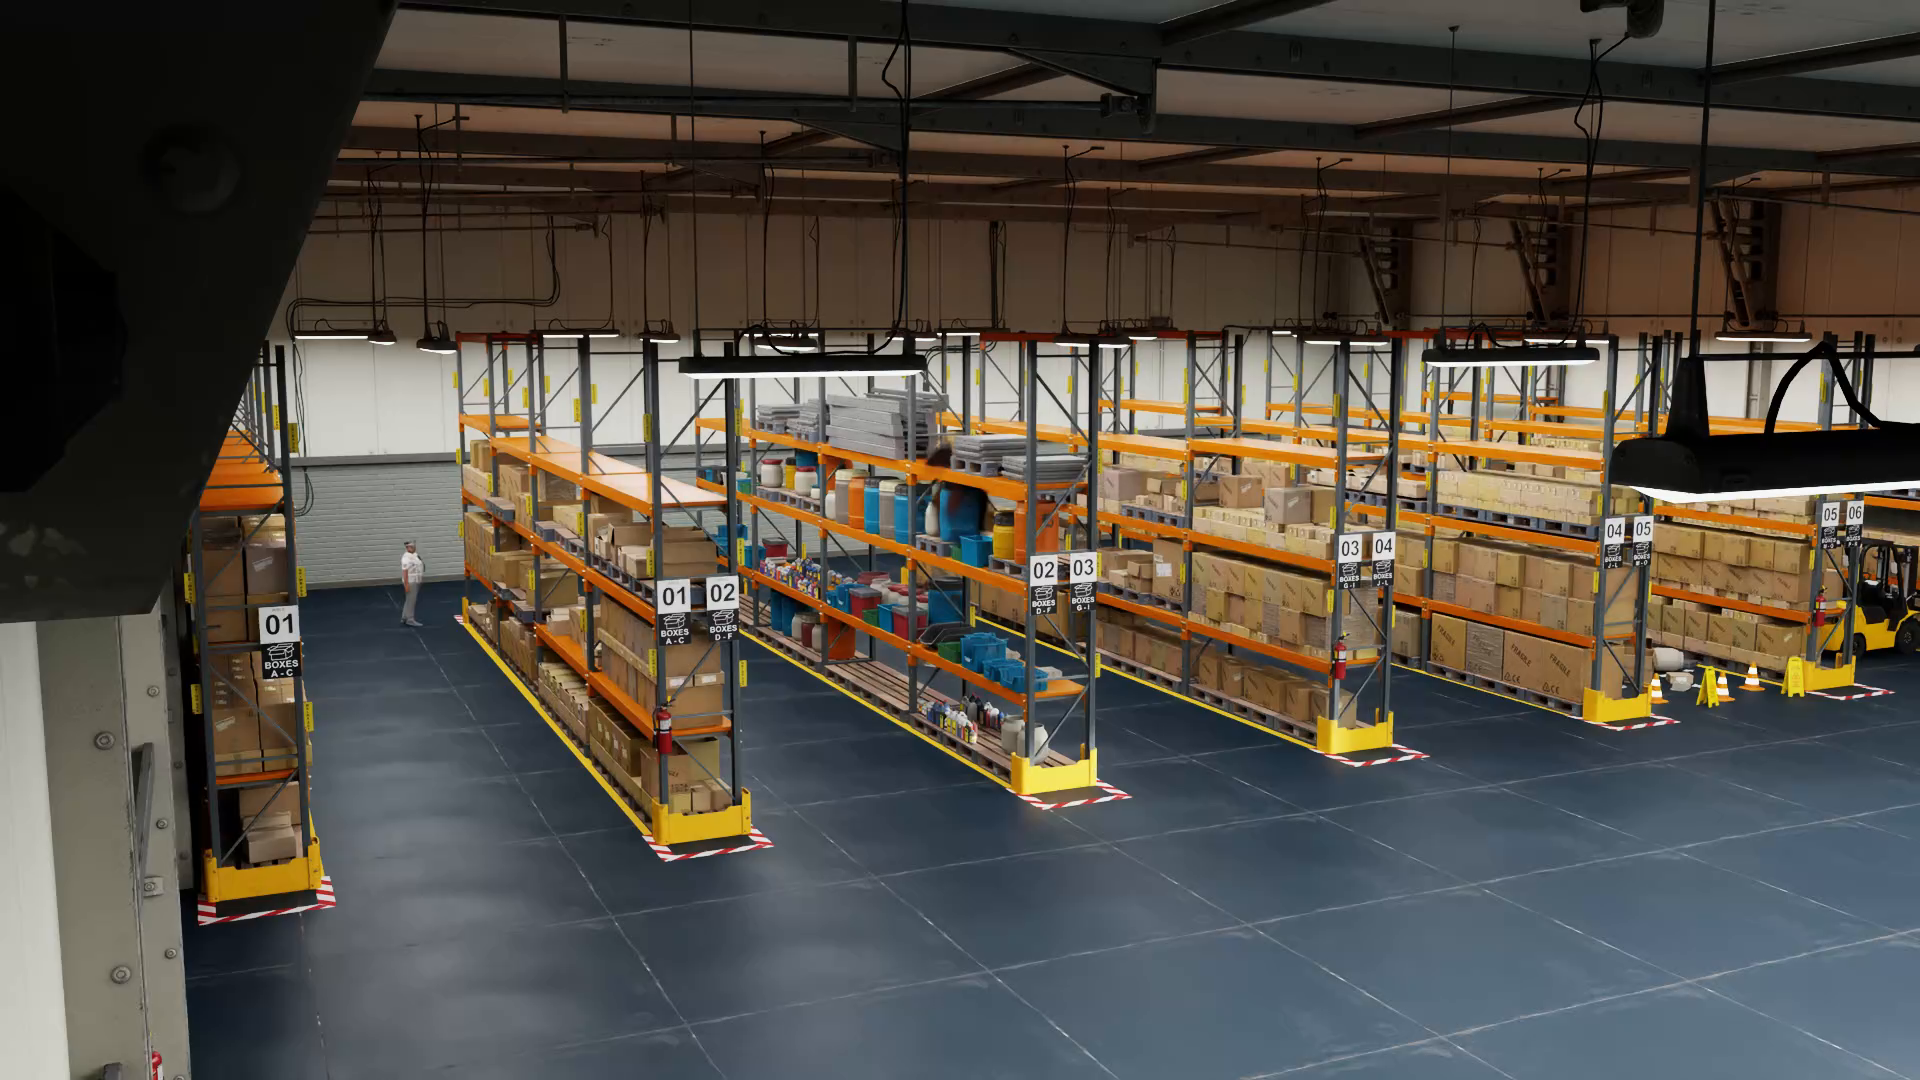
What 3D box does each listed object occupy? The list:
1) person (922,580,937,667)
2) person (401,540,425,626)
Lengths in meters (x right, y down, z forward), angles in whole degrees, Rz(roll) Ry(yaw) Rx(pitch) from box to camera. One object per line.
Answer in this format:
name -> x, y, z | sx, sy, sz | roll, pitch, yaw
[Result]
person -> -0.539, 1.504, 30.058 | 0.341, 1.620, 0.467 | 1, 8, 9
person -> -11.260, 0.869, 34.127 | 0.519, 1.789, 0.606 | 0, 8, -1
